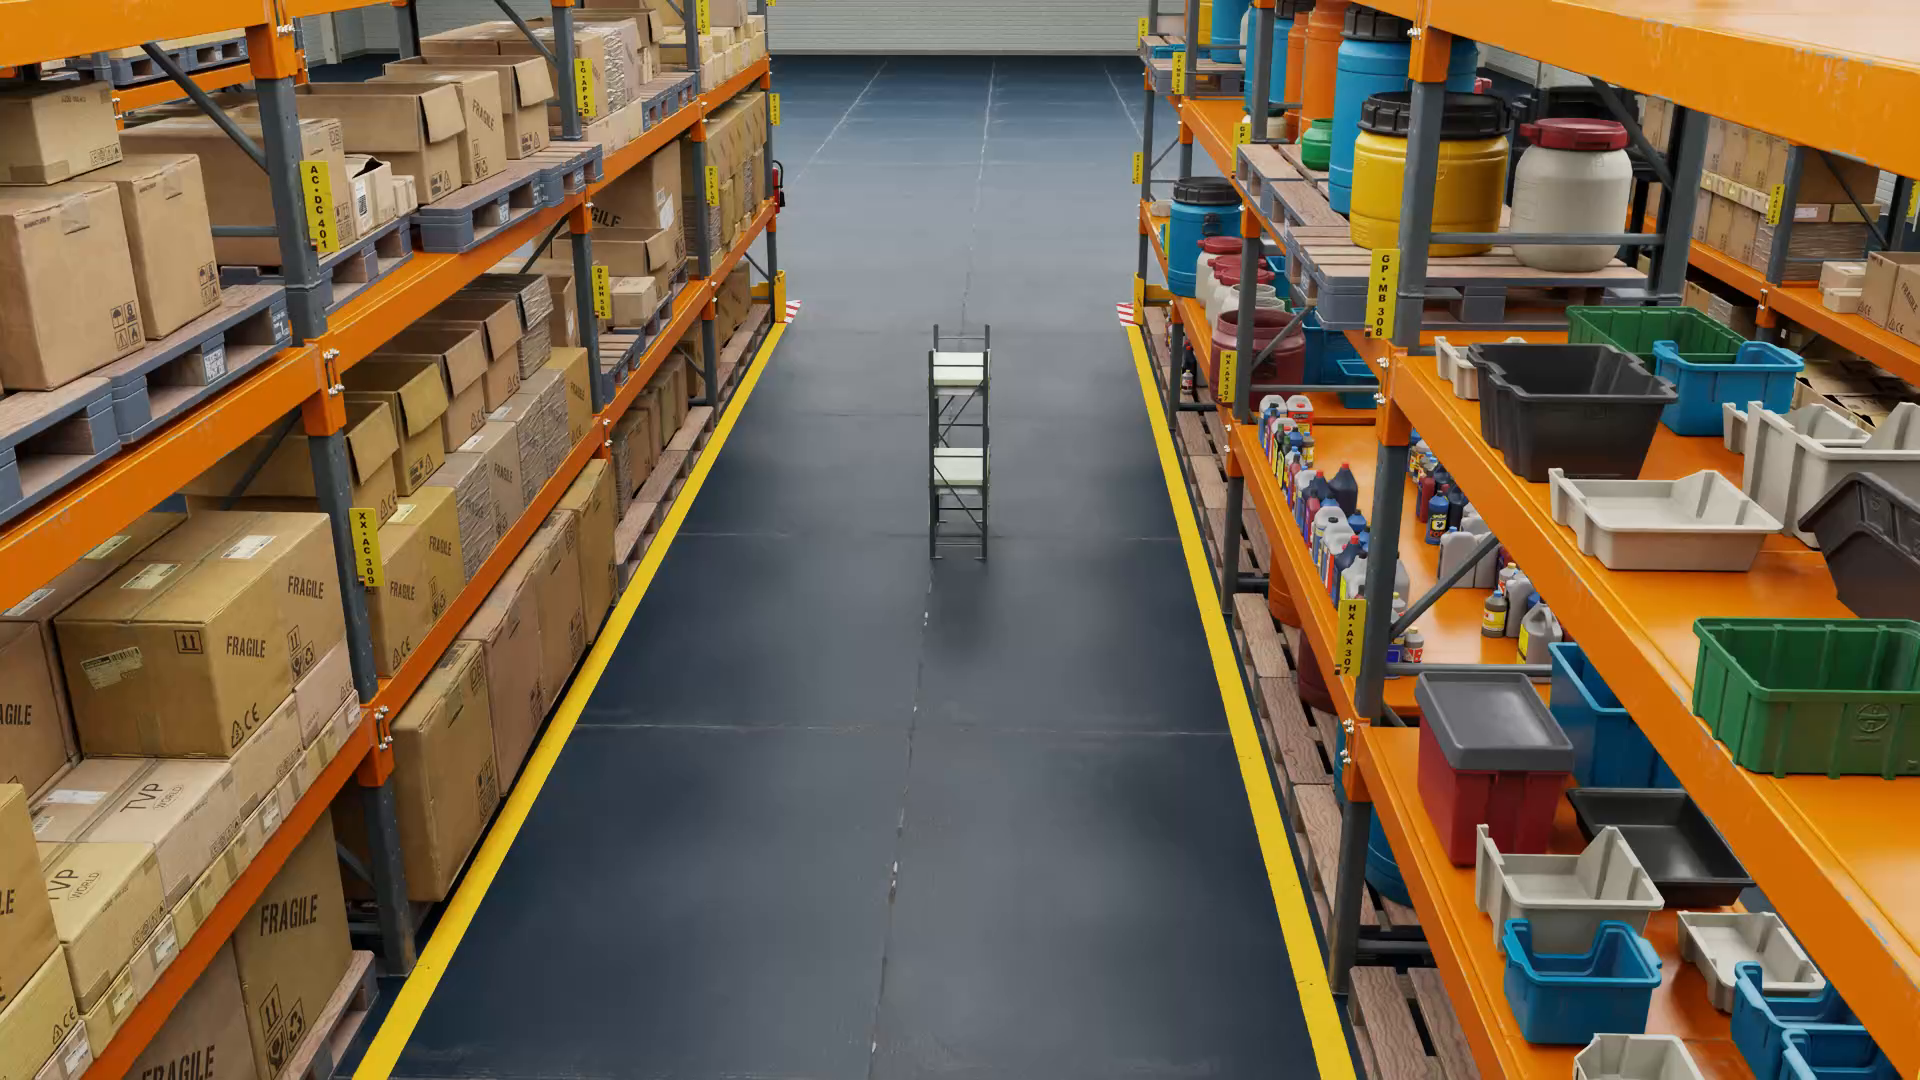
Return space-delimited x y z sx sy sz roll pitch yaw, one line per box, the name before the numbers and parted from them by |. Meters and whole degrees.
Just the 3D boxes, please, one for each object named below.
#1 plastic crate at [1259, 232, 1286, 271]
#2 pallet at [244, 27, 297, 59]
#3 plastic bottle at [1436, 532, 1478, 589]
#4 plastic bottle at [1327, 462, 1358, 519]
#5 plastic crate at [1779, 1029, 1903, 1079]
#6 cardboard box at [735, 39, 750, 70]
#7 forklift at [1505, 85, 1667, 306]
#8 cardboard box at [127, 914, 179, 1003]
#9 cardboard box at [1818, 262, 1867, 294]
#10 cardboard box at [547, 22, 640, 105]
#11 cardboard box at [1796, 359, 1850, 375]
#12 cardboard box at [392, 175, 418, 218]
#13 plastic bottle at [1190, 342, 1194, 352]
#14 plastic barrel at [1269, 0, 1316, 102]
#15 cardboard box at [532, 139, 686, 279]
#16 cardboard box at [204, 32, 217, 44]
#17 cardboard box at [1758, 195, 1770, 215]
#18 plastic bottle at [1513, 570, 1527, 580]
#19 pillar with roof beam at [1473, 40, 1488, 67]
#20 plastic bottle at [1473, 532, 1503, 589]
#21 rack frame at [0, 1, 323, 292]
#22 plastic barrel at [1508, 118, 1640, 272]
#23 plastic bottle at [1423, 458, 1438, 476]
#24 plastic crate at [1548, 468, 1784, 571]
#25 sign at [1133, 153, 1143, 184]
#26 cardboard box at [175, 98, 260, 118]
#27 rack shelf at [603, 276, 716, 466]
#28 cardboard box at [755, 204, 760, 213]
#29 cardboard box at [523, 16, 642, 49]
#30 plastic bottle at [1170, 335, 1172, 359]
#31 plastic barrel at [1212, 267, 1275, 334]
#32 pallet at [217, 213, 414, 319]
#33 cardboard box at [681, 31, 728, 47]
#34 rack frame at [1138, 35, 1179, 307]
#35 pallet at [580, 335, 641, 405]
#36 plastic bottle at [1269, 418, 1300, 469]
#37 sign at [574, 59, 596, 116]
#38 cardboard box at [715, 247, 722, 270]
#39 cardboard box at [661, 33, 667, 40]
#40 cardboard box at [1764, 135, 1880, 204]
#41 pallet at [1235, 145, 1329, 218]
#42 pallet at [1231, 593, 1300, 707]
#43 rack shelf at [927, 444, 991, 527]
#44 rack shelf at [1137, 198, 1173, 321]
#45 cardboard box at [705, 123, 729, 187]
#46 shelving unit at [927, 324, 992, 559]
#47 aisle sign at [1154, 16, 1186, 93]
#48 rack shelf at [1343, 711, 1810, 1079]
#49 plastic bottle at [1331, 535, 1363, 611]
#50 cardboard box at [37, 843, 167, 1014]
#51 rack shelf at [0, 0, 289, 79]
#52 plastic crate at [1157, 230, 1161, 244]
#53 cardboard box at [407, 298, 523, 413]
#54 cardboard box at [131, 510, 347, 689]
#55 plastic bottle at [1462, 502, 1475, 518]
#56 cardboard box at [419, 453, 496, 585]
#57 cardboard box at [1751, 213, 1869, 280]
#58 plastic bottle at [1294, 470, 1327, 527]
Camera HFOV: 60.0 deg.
plastic crate | 2.612 -2.225 13.528 0.402 0.464 0.583 1 21 2
pallet | -7.475 -5.054 16.884 1.003 0.211 1.213 1 21 2
plastic bottle | 2.349 0.077 7.855 0.152 0.276 0.135 1 21 2
plastic bottle | 1.968 -0.239 8.567 0.144 0.351 0.185 1 21 2
plastic crate | 2.333 1.454 4.284 0.416 0.233 0.300 1 21 2
cardboard box | -2.305 -4.660 15.953 0.500 0.250 0.500 1 21 3
forklift | 4.908 -2.034 13.219 1.130 2.935 3.031 0 21 0
cardboard box | -2.602 1.252 5.002 0.380 0.149 0.250 1 21 3
cardboard box | 7.301 -2.069 13.422 0.500 0.250 0.500 2 21 5
cardboard box | -2.453 -3.192 11.133 0.500 0.500 0.500 0 21 0
cardboard box | 7.010 -1.346 13.797 0.500 0.311 0.500 1 21 2
cardboard box | -2.678 -1.549 7.495 0.380 0.149 0.250 0 21 -1
plastic bottle | 2.171 -1.743 15.520 0.061 0.283 0.133 1 21 2
plastic barrel | 2.483 -3.346 11.667 0.600 0.901 0.708 1 21 2
cardboard box | -2.794 -2.618 13.219 1.000 1.000 1.000 1 21 2
cardboard box | -7.187 -4.721 15.530 0.380 0.149 0.250 1 21 2
cardboard box | 7.076 -2.857 14.210 0.380 0.149 0.250 0 21 0
plastic bottle | 2.514 0.242 7.437 0.097 0.271 0.097 0 21 0
pillar with roof beam | 9.798 -17.139 43.761 9.100 9.000 0.400 1 21 2
plastic bottle | 2.501 0.079 7.850 0.152 0.276 0.135 1 21 2
rack frame | -2.873 -2.332 5.600 1.000 3.000 0.127 1 21 2
plastic barrel | 2.344 -1.326 6.385 0.433 0.535 0.433 0 21 0
plastic bottle | 2.567 -0.348 9.052 0.097 0.201 0.097 0 21 0
plastic crate | 1.771 -0.060 4.255 0.437 0.136 0.530 1 21 2
sign | 1.893 -3.956 17.696 0.100 0.325 0.005 1 21 2
cardboard box | -7.437 -4.205 17.020 0.875 0.550 0.550 1 21 2
rack shelf | -2.691 -1.369 12.406 1.077 0.370 4.000 1 21 2
cardboard box | -2.275 -3.470 17.174 0.380 0.149 0.250 1 21 2
cardboard box | -2.771 -3.561 12.189 0.797 0.503 0.637 1 21 4
plastic bottle | 2.056 -1.867 15.859 0.097 0.271 0.097 0 21 0
plastic barrel | 2.037 -1.672 12.003 0.433 0.535 0.433 0 21 0
pallet | -2.895 -1.177 7.033 0.805 0.209 1.217 0 21 -1
cardboard box | -2.310 -4.528 15.063 0.380 0.149 0.250 0 21 1
rack frame | 2.443 -3.820 17.727 1.000 3.000 0.127 1 21 2
pallet | -2.836 -1.151 11.114 1.213 0.211 1.003 1 21 2
plastic bottle | 1.849 -0.549 9.469 0.152 0.276 0.135 1 21 2
sign | -2.197 -2.649 9.739 0.100 0.325 0.005 1 21 2
cardboard box | -2.302 -2.476 14.610 0.380 0.149 0.250 1 21 2
cardboard box | -2.824 -4.443 14.842 0.380 0.149 0.250 1 21 4
cardboard box | 7.279 -3.130 14.016 0.700 0.500 0.500 1 21 2
pallet | 2.078 -1.962 9.053 1.003 0.211 1.213 1 21 2
pallet | 2.217 0.658 10.040 1.003 0.211 1.213 1 21 2
rack shelf | 0.000 -0.398 11.882 0.431 0.370 0.720 1 21 2
rack shelf | 2.382 -2.761 15.993 1.077 0.370 4.000 1 21 2
cardboard box | -2.348 -3.420 14.765 0.500 0.500 0.500 1 21 2
shelving unit | 0.000 -0.702 11.764 0.431 1.500 0.755 1 21 2
aisle sign | 2.152 -5.061 17.332 0.394 0.787 0.004 1 21 2
rack shelf | 2.017 1.578 4.811 1.077 0.370 4.000 1 21 2
plastic bottle | 1.784 0.139 7.591 0.144 0.351 0.185 1 21 2
cardboard box | -2.672 1.113 4.810 0.500 0.250 0.500 0 21 1
rack shelf | -2.934 -1.087 3.939 1.077 0.370 4.000 1 21 2
plastic crate | 2.117 -2.840 15.567 0.530 0.136 0.437 1 21 2
cardboard box | -2.812 -0.996 8.925 0.797 0.503 0.637 1 21 3
cardboard box | -2.620 0.215 6.087 0.500 0.500 0.500 1 21 3
plastic bottle | 2.542 -0.080 8.265 0.097 0.271 0.097 0 21 0
cardboard box | -2.579 -0.108 8.023 0.500 0.500 0.500 0 21 0
cardboard box | 7.279 -2.525 14.251 0.700 0.500 0.500 0 21 0
plastic bottle | 1.821 -0.215 8.608 0.152 0.276 0.135 1 21 2
